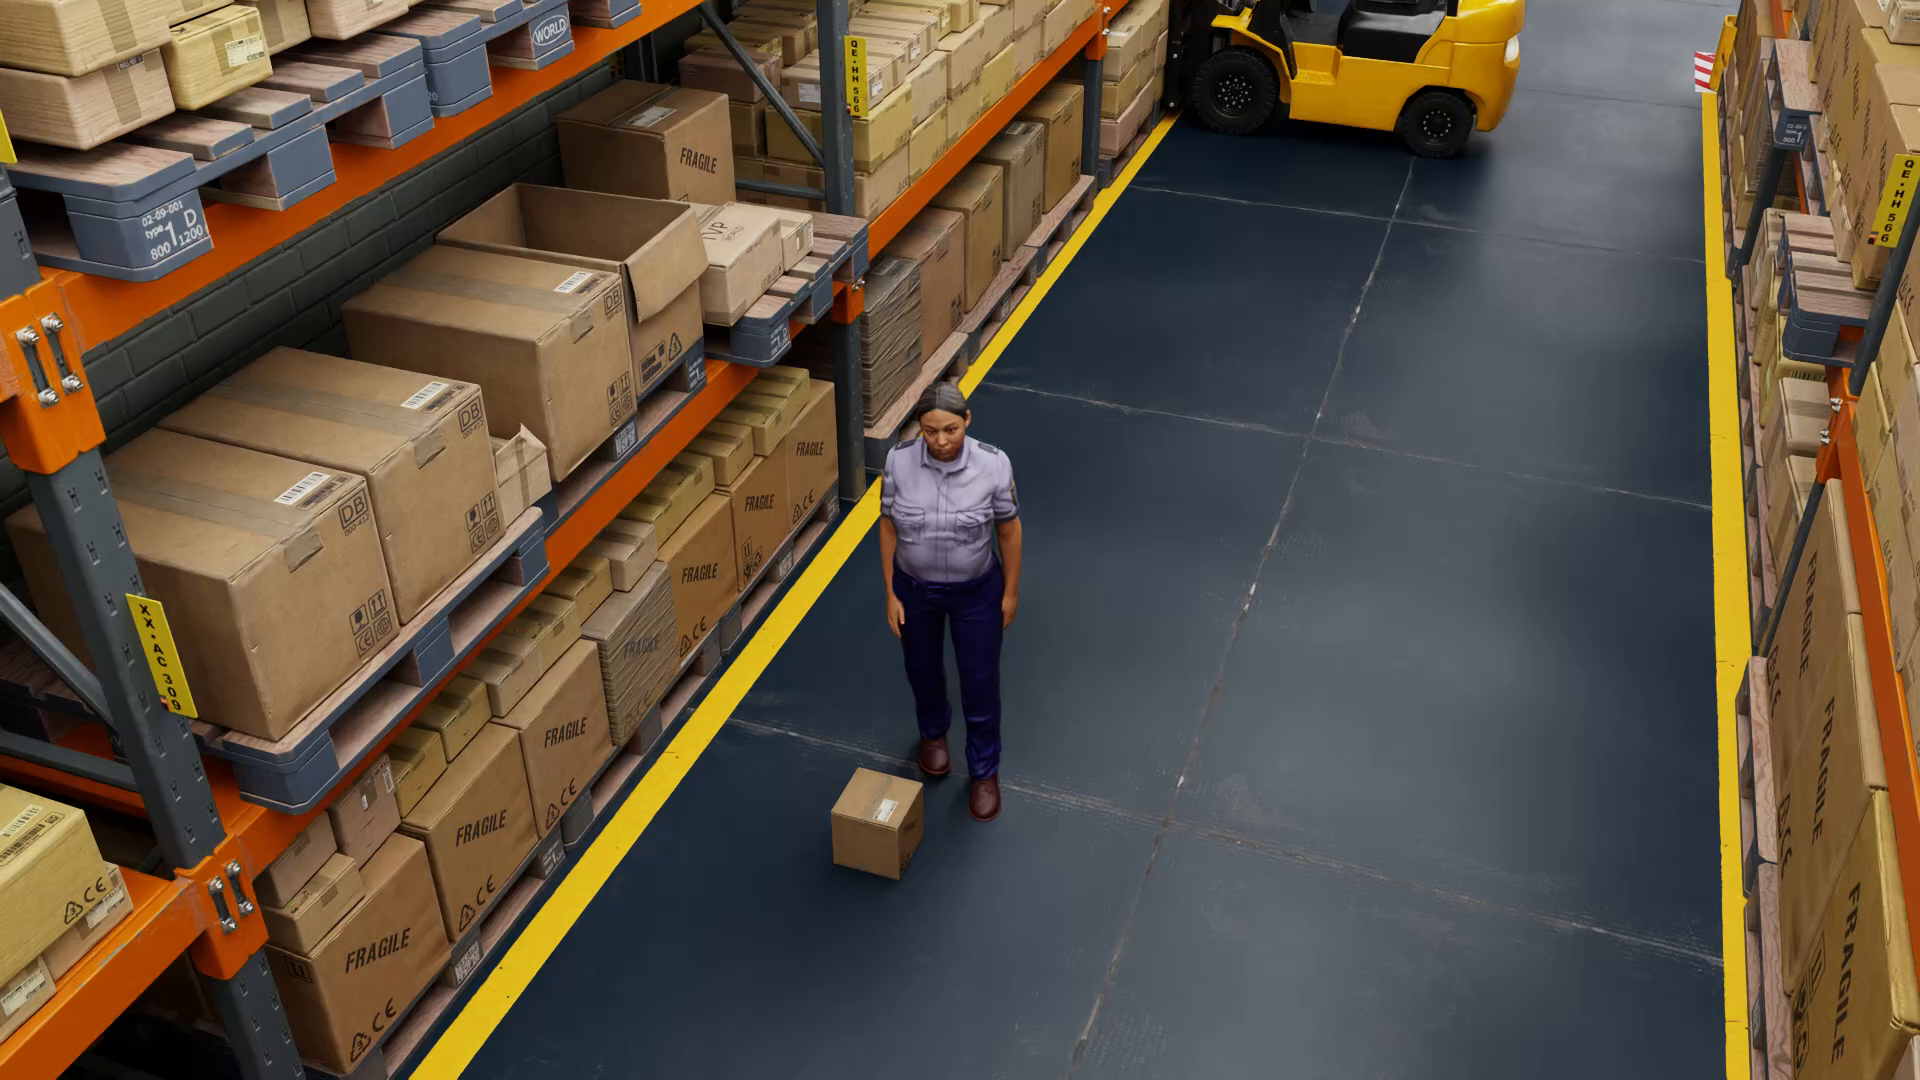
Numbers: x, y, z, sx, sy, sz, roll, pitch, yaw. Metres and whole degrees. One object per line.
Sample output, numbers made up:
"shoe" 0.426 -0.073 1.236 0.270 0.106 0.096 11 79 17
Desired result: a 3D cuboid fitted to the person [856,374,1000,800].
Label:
"person" -0.119 0.177 5.871 0.506 1.644 0.412 7 34 11
